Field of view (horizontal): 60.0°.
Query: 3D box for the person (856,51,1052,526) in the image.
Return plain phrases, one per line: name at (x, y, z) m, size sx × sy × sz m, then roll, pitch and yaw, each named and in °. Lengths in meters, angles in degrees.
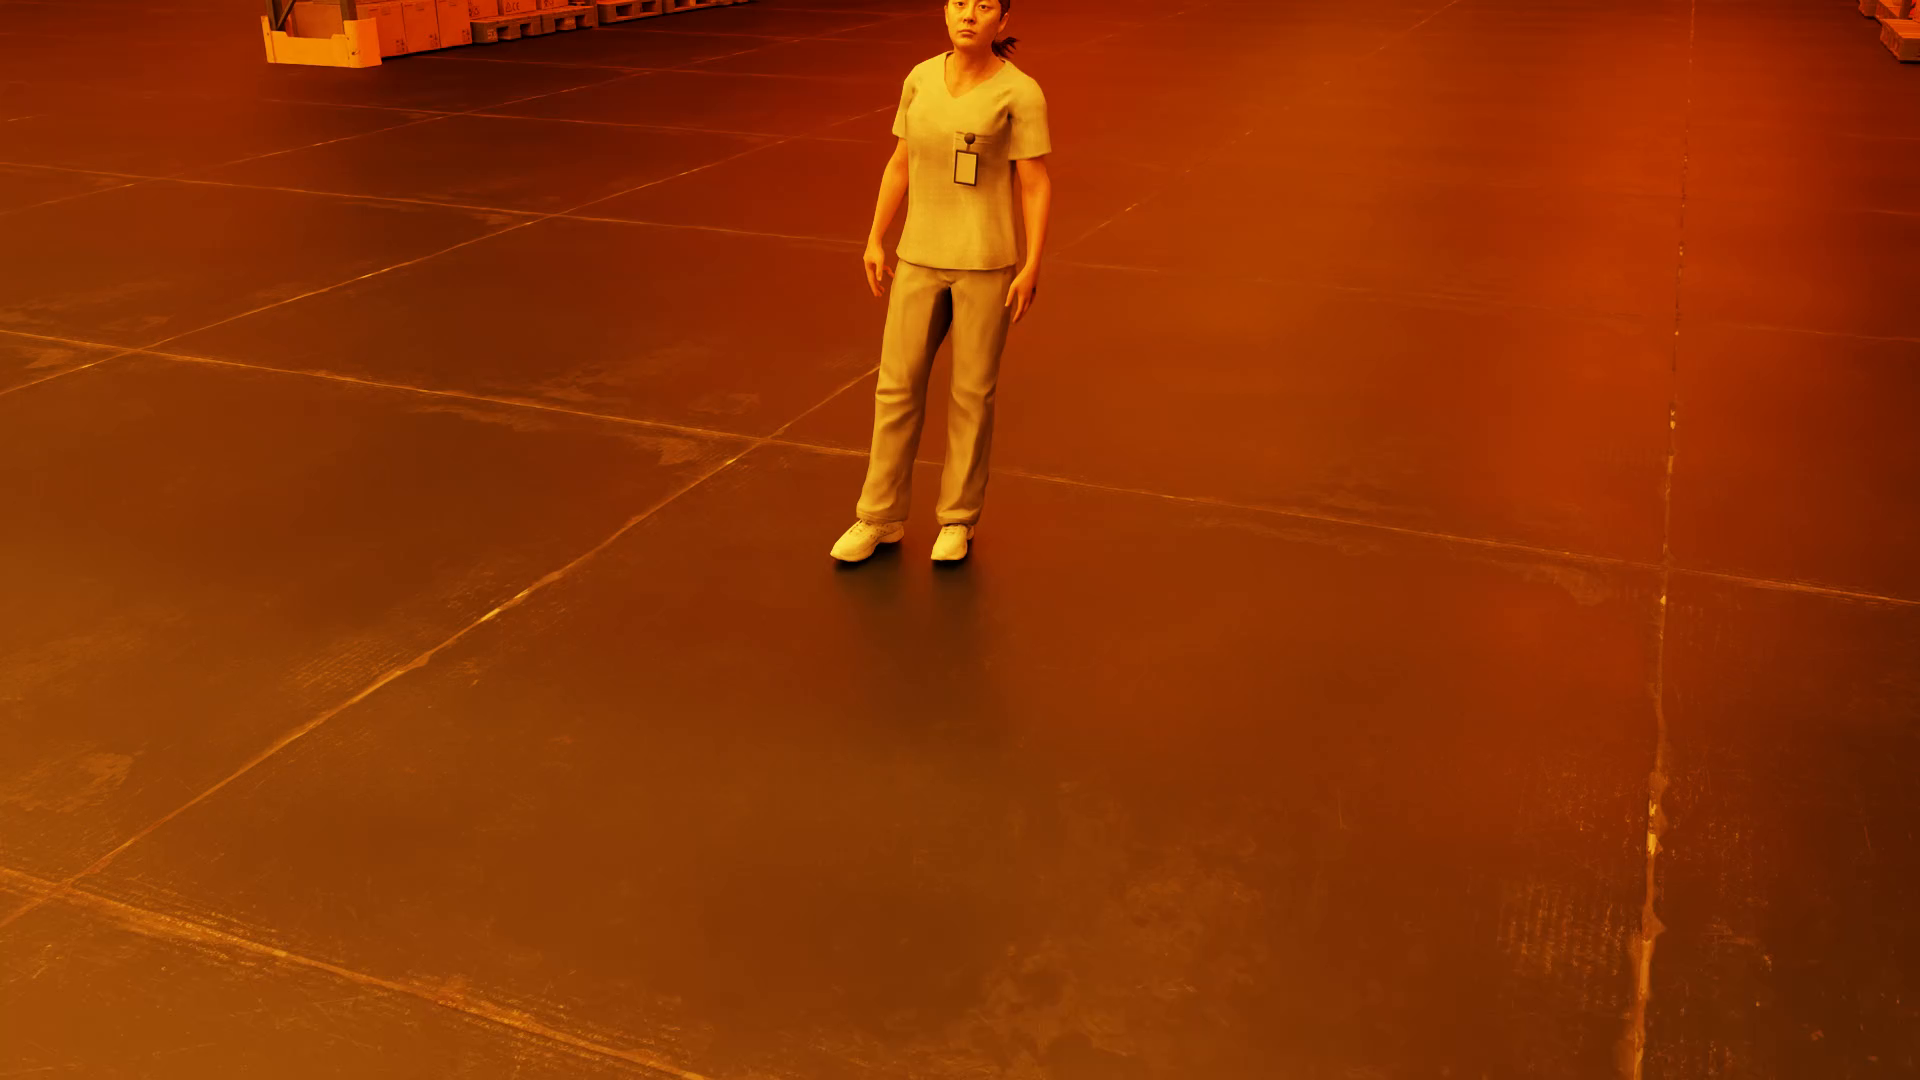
person at (-0.019, -0.687, 4.780) m, size 0.517 × 1.361 × 0.395 m, roll 9°, pitch 24°, yaw 21°
